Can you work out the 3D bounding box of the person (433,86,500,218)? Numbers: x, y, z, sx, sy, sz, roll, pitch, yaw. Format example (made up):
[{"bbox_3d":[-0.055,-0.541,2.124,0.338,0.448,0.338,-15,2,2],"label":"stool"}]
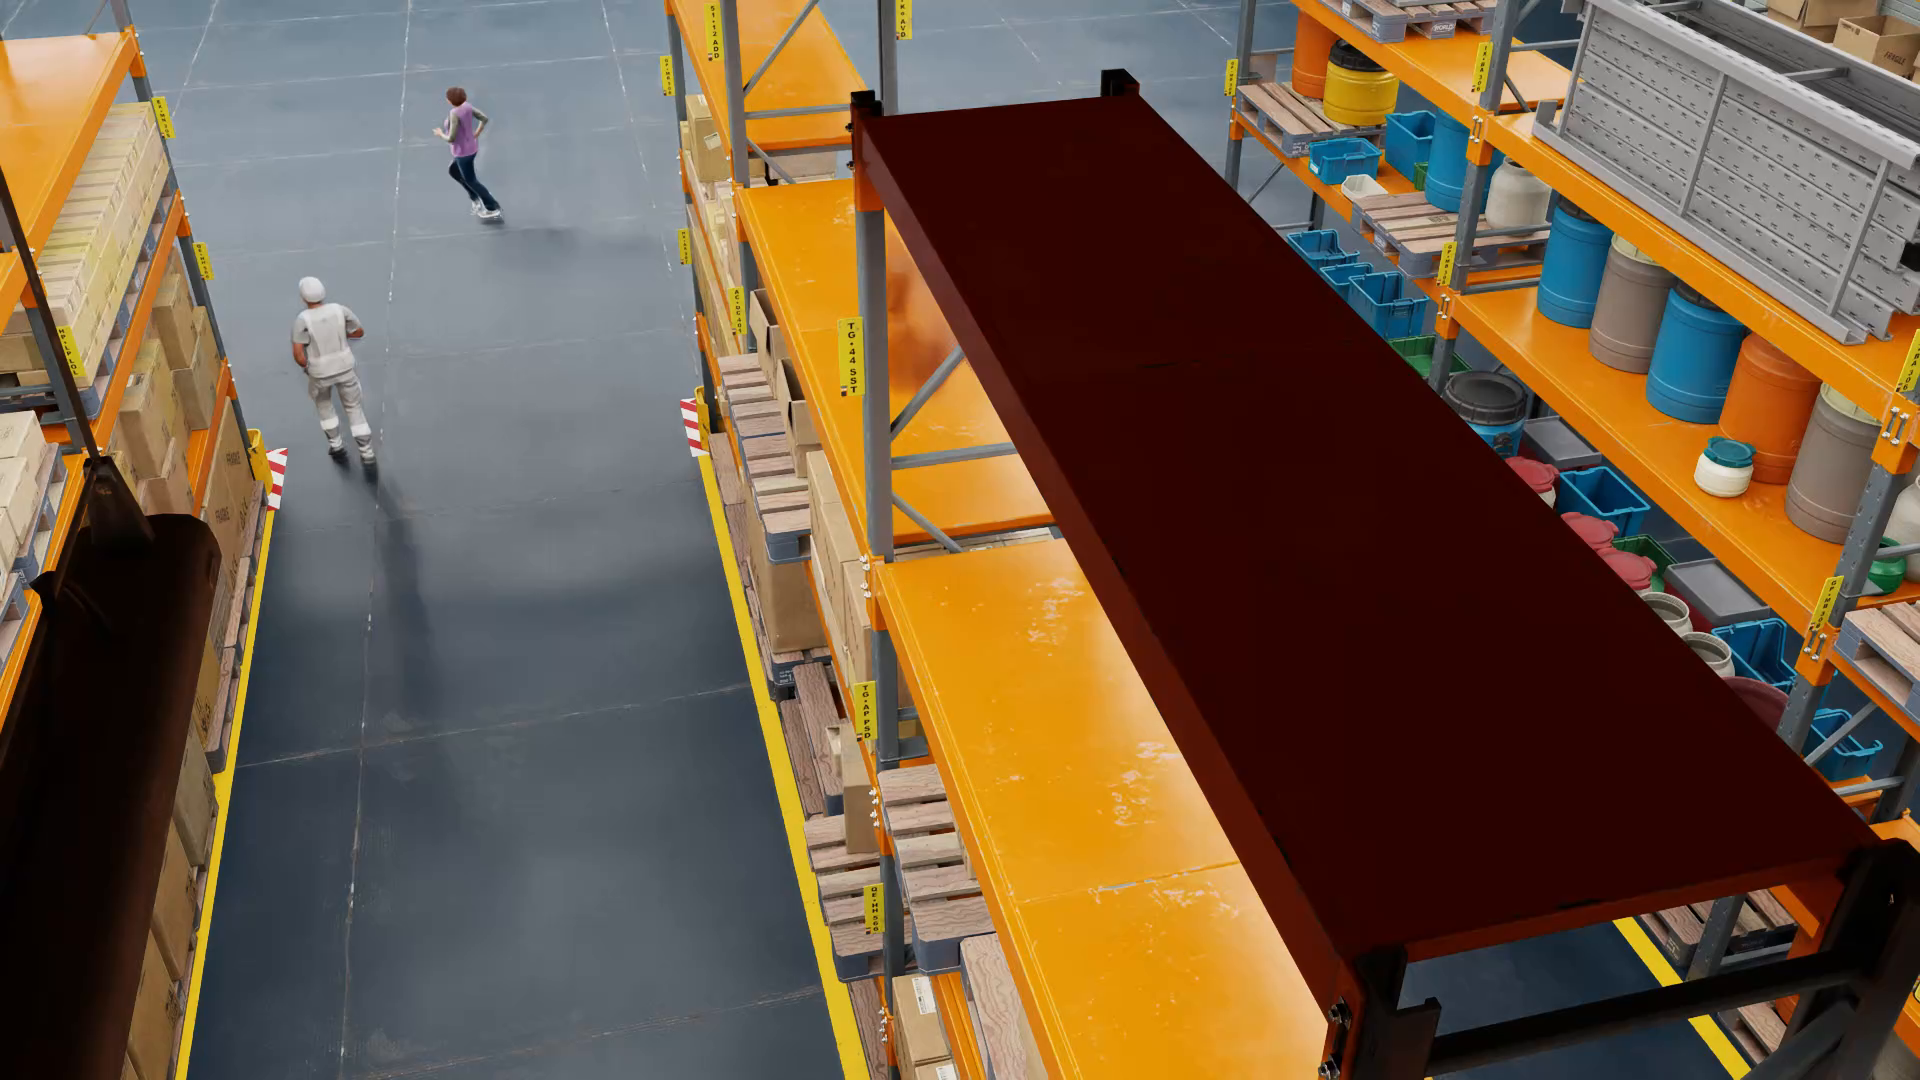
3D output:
[{"bbox_3d":[-5.725,-4.478,19.212,0.656,1.583,0.506,3,35,4],"label":"person"}]

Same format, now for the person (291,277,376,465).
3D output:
[{"bbox_3d":[-5.503,-1.456,14.640,0.647,1.859,0.714,-19,39,-25],"label":"person"}]
